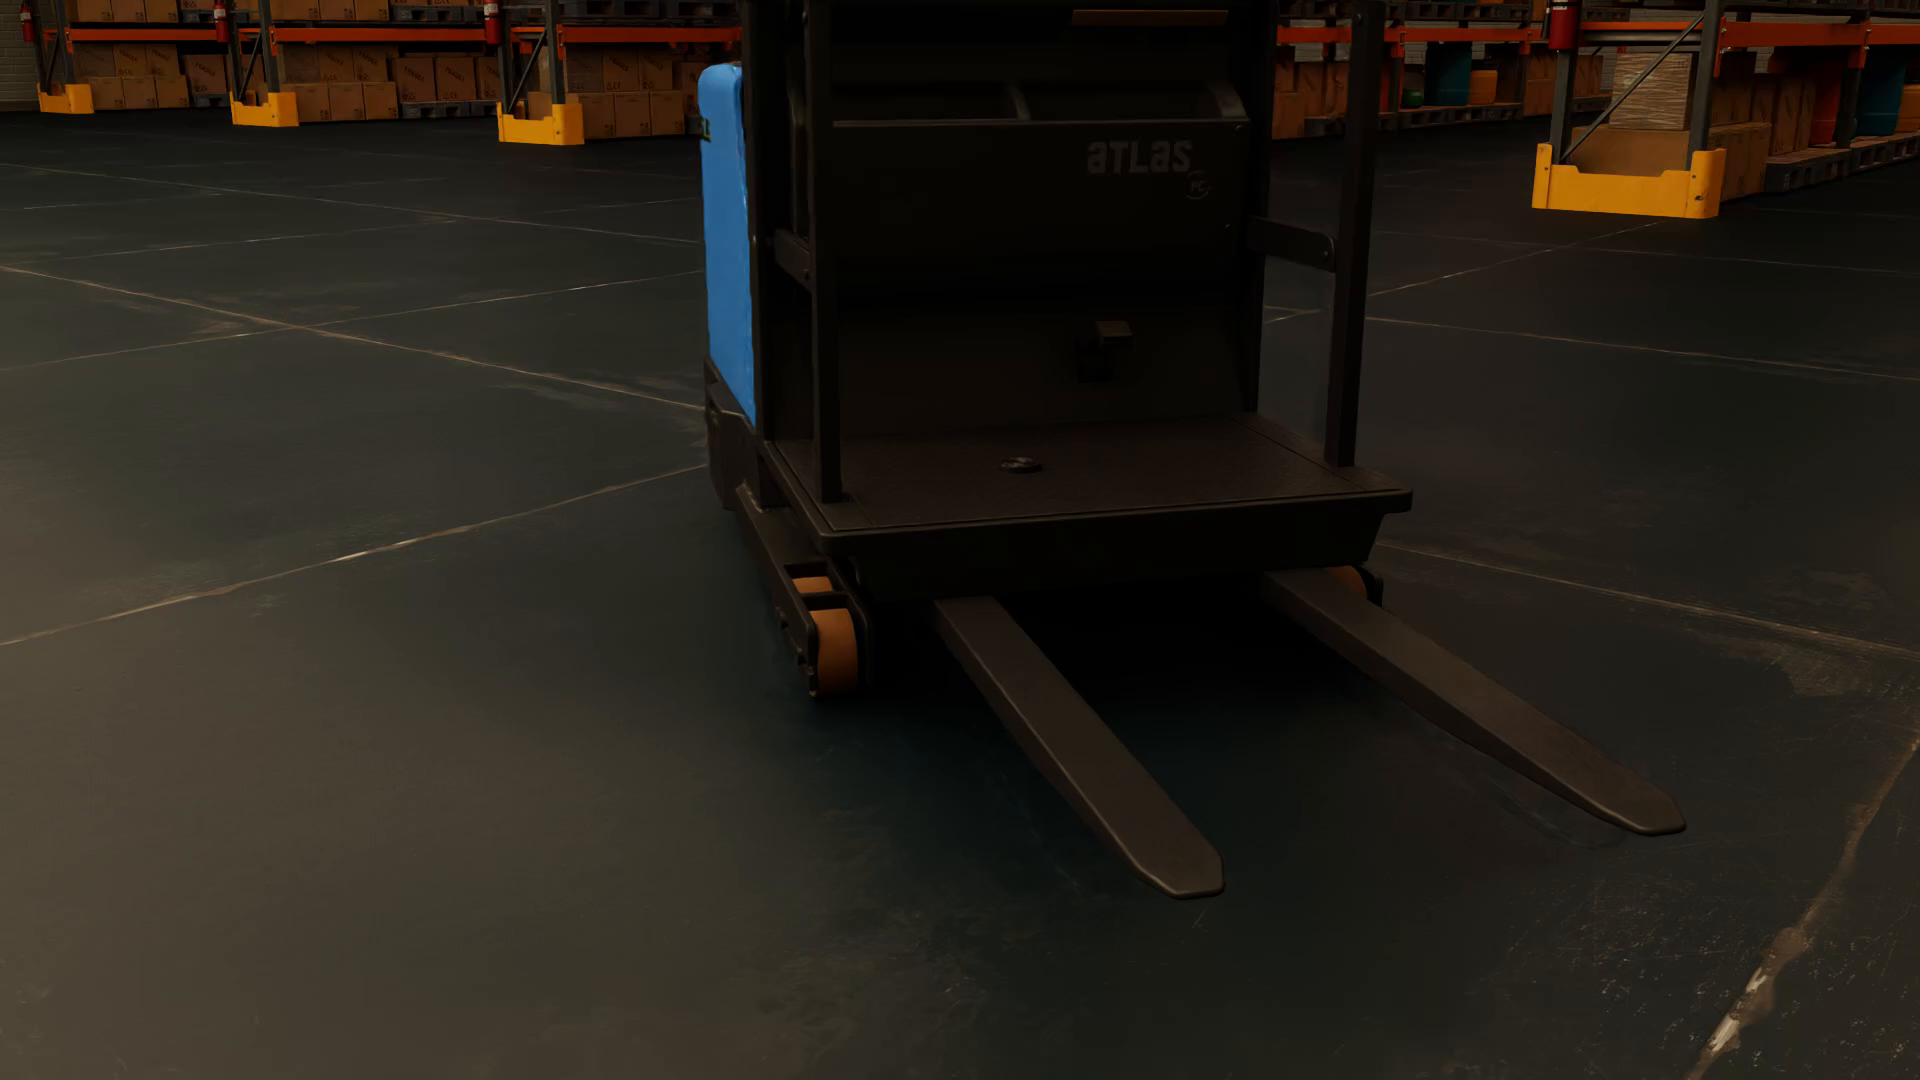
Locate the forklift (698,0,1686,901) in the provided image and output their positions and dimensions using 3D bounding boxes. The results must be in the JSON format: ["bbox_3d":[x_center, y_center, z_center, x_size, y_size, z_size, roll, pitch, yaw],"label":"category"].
[{"bbox_3d":[0.177,-1.240,2.981,1.130,2.935,3.031,-4,17,-14],"label":"forklift"}]
